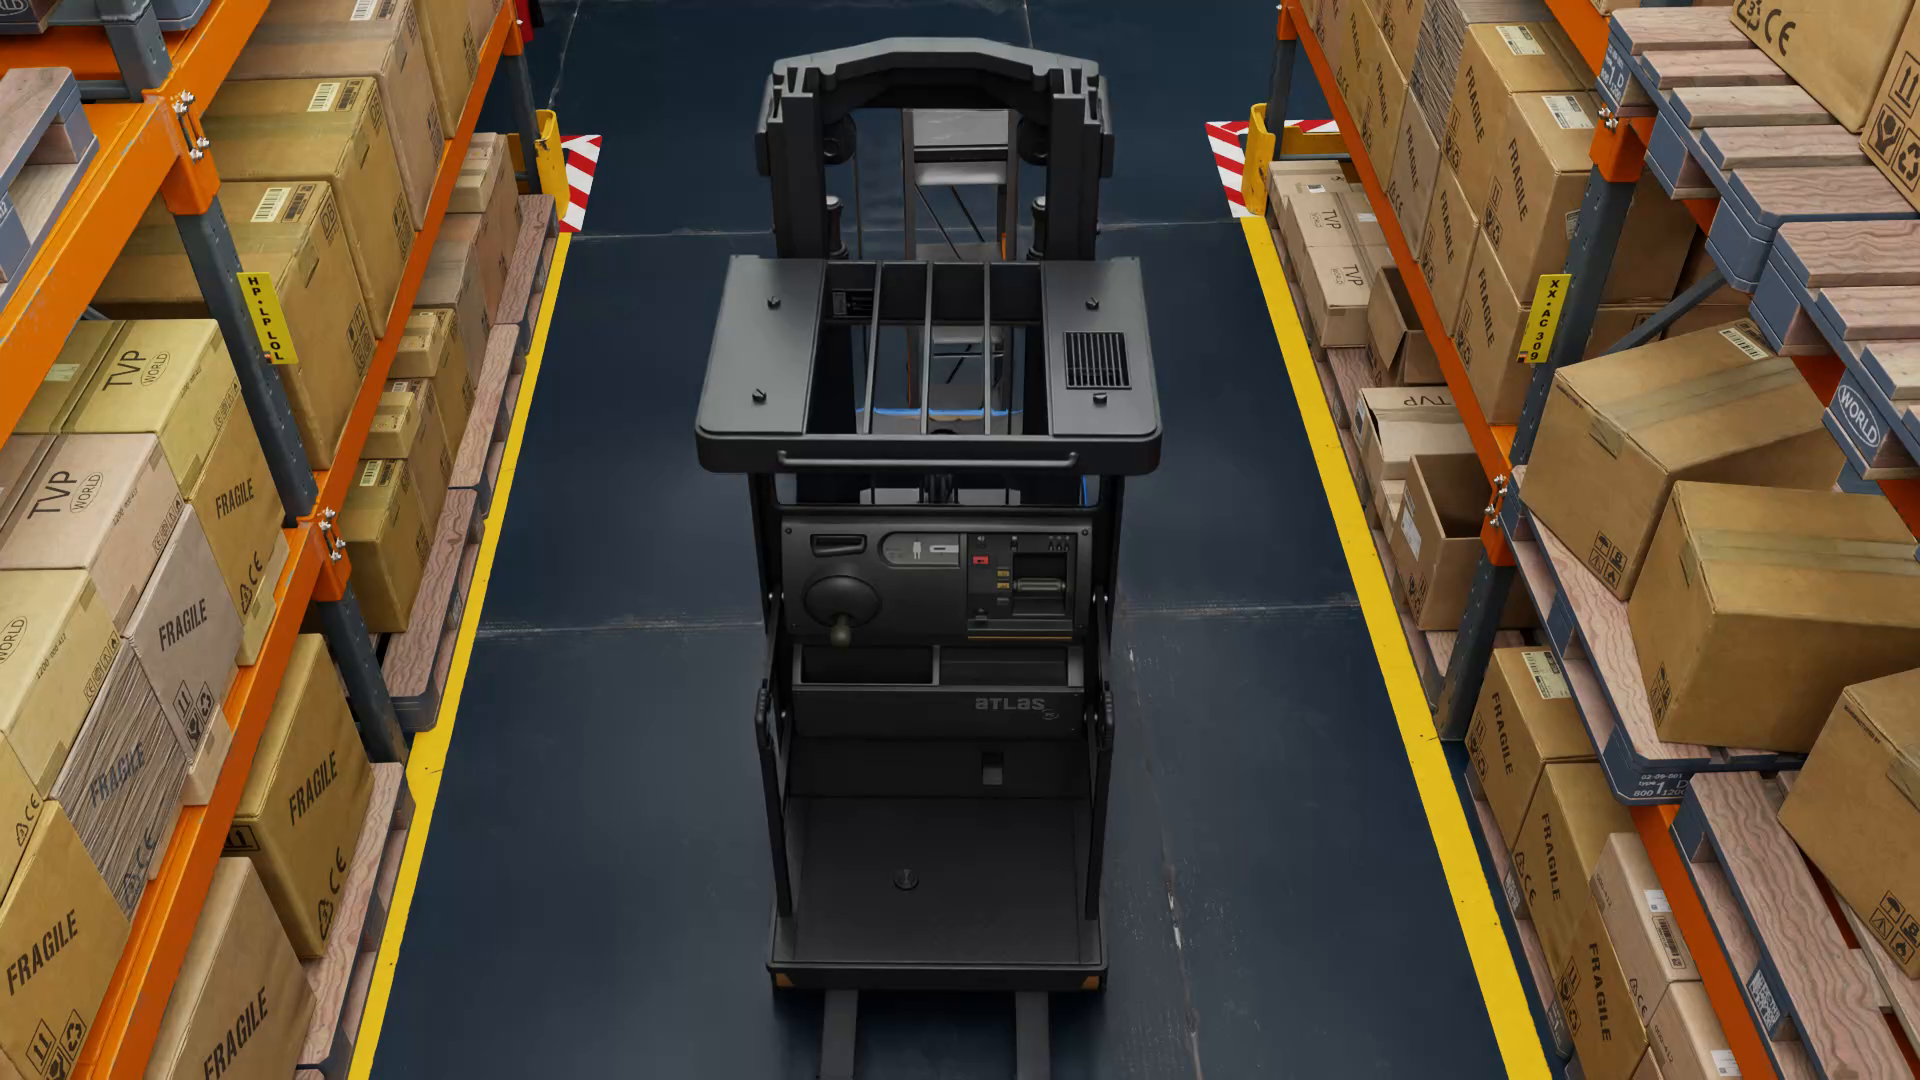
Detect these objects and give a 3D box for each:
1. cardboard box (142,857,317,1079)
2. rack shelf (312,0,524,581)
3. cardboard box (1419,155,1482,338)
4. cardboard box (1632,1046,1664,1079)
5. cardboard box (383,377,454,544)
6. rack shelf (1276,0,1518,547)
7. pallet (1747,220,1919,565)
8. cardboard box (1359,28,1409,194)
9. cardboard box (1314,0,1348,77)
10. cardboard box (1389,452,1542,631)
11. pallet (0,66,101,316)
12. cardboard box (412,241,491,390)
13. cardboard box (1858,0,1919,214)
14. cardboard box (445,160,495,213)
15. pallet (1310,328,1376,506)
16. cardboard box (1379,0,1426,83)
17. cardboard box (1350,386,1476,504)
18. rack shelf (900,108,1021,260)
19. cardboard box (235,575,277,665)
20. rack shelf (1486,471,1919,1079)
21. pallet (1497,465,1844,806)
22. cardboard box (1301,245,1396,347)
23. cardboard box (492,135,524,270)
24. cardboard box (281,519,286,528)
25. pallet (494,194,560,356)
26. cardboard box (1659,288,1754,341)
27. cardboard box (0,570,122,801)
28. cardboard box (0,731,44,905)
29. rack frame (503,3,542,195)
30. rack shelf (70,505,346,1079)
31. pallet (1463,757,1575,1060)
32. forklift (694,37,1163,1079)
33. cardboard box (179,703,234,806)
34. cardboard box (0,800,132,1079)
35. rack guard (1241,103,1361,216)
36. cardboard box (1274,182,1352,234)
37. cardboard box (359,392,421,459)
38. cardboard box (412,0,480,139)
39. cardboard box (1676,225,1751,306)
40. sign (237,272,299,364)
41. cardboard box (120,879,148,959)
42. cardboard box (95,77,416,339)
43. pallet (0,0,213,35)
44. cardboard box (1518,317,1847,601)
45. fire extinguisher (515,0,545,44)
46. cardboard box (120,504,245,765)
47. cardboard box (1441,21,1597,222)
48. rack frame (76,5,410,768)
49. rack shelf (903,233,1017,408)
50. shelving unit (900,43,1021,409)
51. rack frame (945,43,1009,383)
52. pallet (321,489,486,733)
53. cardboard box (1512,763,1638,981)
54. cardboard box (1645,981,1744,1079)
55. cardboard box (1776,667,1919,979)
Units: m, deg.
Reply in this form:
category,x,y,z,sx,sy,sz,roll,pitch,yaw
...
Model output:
category,x,y,z,sx,sy,sz,roll,pitch,yaw
cardboard box,-2.405,1.435,4.744,0.750,0.750,0.750,0,43,0
rack shelf,-2.688,-1.322,7.005,1.077,0.370,4.000,-2,43,-2
cardboard box,2.045,-1.097,6.153,0.500,0.500,0.500,-1,43,-1
cardboard box,2.191,1.749,4.646,0.500,0.500,0.500,-3,43,-3
cardboard box,-2.551,-0.318,6.916,0.700,0.500,0.500,-2,43,-2
rack shelf,2.261,-1.467,7.163,1.077,0.370,4.000,-2,43,-2
pallet,2.350,-0.276,3.251,1.213,0.211,1.003,-2,43,-2
cardboard box,1.996,-1.788,6.906,0.500,0.500,0.500,-1,43,-1
cardboard box,1.958,-2.464,7.644,0.500,0.500,0.500,-2,43,-2
cardboard box,2.038,0.001,6.554,0.500,0.500,0.500,-2,43,-2
pallet,-2.515,-0.655,3.666,0.805,0.209,1.217,-3,43,-4
cardboard box,-2.600,-1.024,7.686,0.700,0.500,0.500,-3,43,-3
cardboard box,2.344,-0.924,3.359,0.600,0.600,0.600,-2,43,-2
cardboard box,-2.445,-1.687,7.929,0.380,0.149,0.250,-1,43,-1
pallet,2.262,-0.643,7.796,1.003,0.211,1.213,-2,43,-2
cardboard box,2.000,-2.147,6.559,0.500,0.500,0.500,-2,43,-2
cardboard box,2.006,-0.436,7.170,0.500,0.311,0.500,-2,43,-2
rack shelf,-0.007,-1.392,6.199,0.431,0.518,0.480,-2,43,-2
cardboard box,-2.272,0.238,4.942,0.380,0.149,0.250,-1,43,-1
rack shelf,2.430,1.233,4.217,1.077,0.370,4.000,-2,43,-2
pallet,2.270,0.231,4.920,1.003,0.211,1.213,-2,43,-2
cardboard box,1.958,-1.181,8.028,0.500,0.250,0.500,-2,43,-2
cardboard box,-2.644,-1.701,8.425,0.700,0.500,0.500,-2,43,-2
cardboard box,-2.725,-0.114,6.214,0.380,0.149,0.250,-2,43,-2
pallet,-2.661,-1.372,8.591,1.003,0.211,1.213,-2,43,-2
cardboard box,2.596,-0.771,5.797,0.500,0.500,0.500,-1,43,-1
cardboard box,-2.294,0.330,3.806,0.500,0.250,0.500,-1,43,-1
cardboard box,-2.272,0.674,3.431,0.500,0.250,0.500,-2,43,-3
rack frame,-2.773,-2.938,8.235,1.000,3.000,0.127,-2,43,-2
rack shelf,-2.519,1.378,4.059,1.077,0.370,4.000,-2,43,-2
pallet,2.418,1.194,5.791,1.003,0.211,1.213,-2,43,-2
forklift,-0.069,0.213,4.849,1.130,2.935,3.031,0,43,0
cardboard box,-2.236,0.591,4.557,0.380,0.149,0.250,-2,43,-2
cardboard box,-2.261,0.934,3.703,0.500,0.500,0.500,-1,43,-1
rack guard,2.179,-2.110,9.182,1.175,0.500,0.348,-2,43,-2
cardboard box,1.861,-1.739,8.698,0.380,0.166,0.250,-2,43,-2
cardboard box,-2.365,-0.454,6.585,0.380,0.149,0.250,0,43,0
cardboard box,-2.700,-2.213,7.223,0.980,0.700,0.700,-2,43,-2
cardboard box,2.607,-1.114,5.431,0.500,0.500,0.500,-1,43,-1
sign,-2.062,-0.657,4.949,0.100,0.325,0.005,-2,43,-2
cardboard box,-2.296,0.927,4.190,0.380,0.149,0.250,-3,43,-3
cardboard box,-2.636,-1.208,6.126,0.980,0.700,0.700,-3,43,-3
pallet,-2.628,-1.863,4.908,1.003,0.211,1.213,-2,43,-2
cardboard box,2.142,-0.247,4.915,0.700,0.500,0.500,-15,45,-16
fire extinguisher,-2.319,-2.887,8.513,0.296,0.674,0.183,-2,43,-2
cardboard box,-2.301,0.257,4.440,0.500,0.500,0.500,-1,43,-1
cardboard box,2.041,-1.467,5.817,0.500,0.500,0.500,-2,43,-3
rack frame,-2.604,-0.237,5.289,1.000,3.000,0.127,-2,43,-2
rack shelf,-0.007,-0.876,6.672,0.431,0.518,0.480,-2,43,-2
shelving unit,-0.007,-0.886,6.662,0.431,2.100,0.503,-2,43,-2
rack frame,-0.017,-1.051,6.842,0.400,2.100,0.015,-2,43,-2
pallet,-2.558,0.275,6.794,1.003,0.211,1.213,-2,43,-2
cardboard box,2.156,1.071,5.386,0.500,0.500,0.500,-1,43,-1
cardboard box,2.187,1.448,4.420,0.500,0.250,0.500,-2,43,-3
cardboard box,2.482,0.617,3.972,0.700,0.500,0.500,-12,44,-13
